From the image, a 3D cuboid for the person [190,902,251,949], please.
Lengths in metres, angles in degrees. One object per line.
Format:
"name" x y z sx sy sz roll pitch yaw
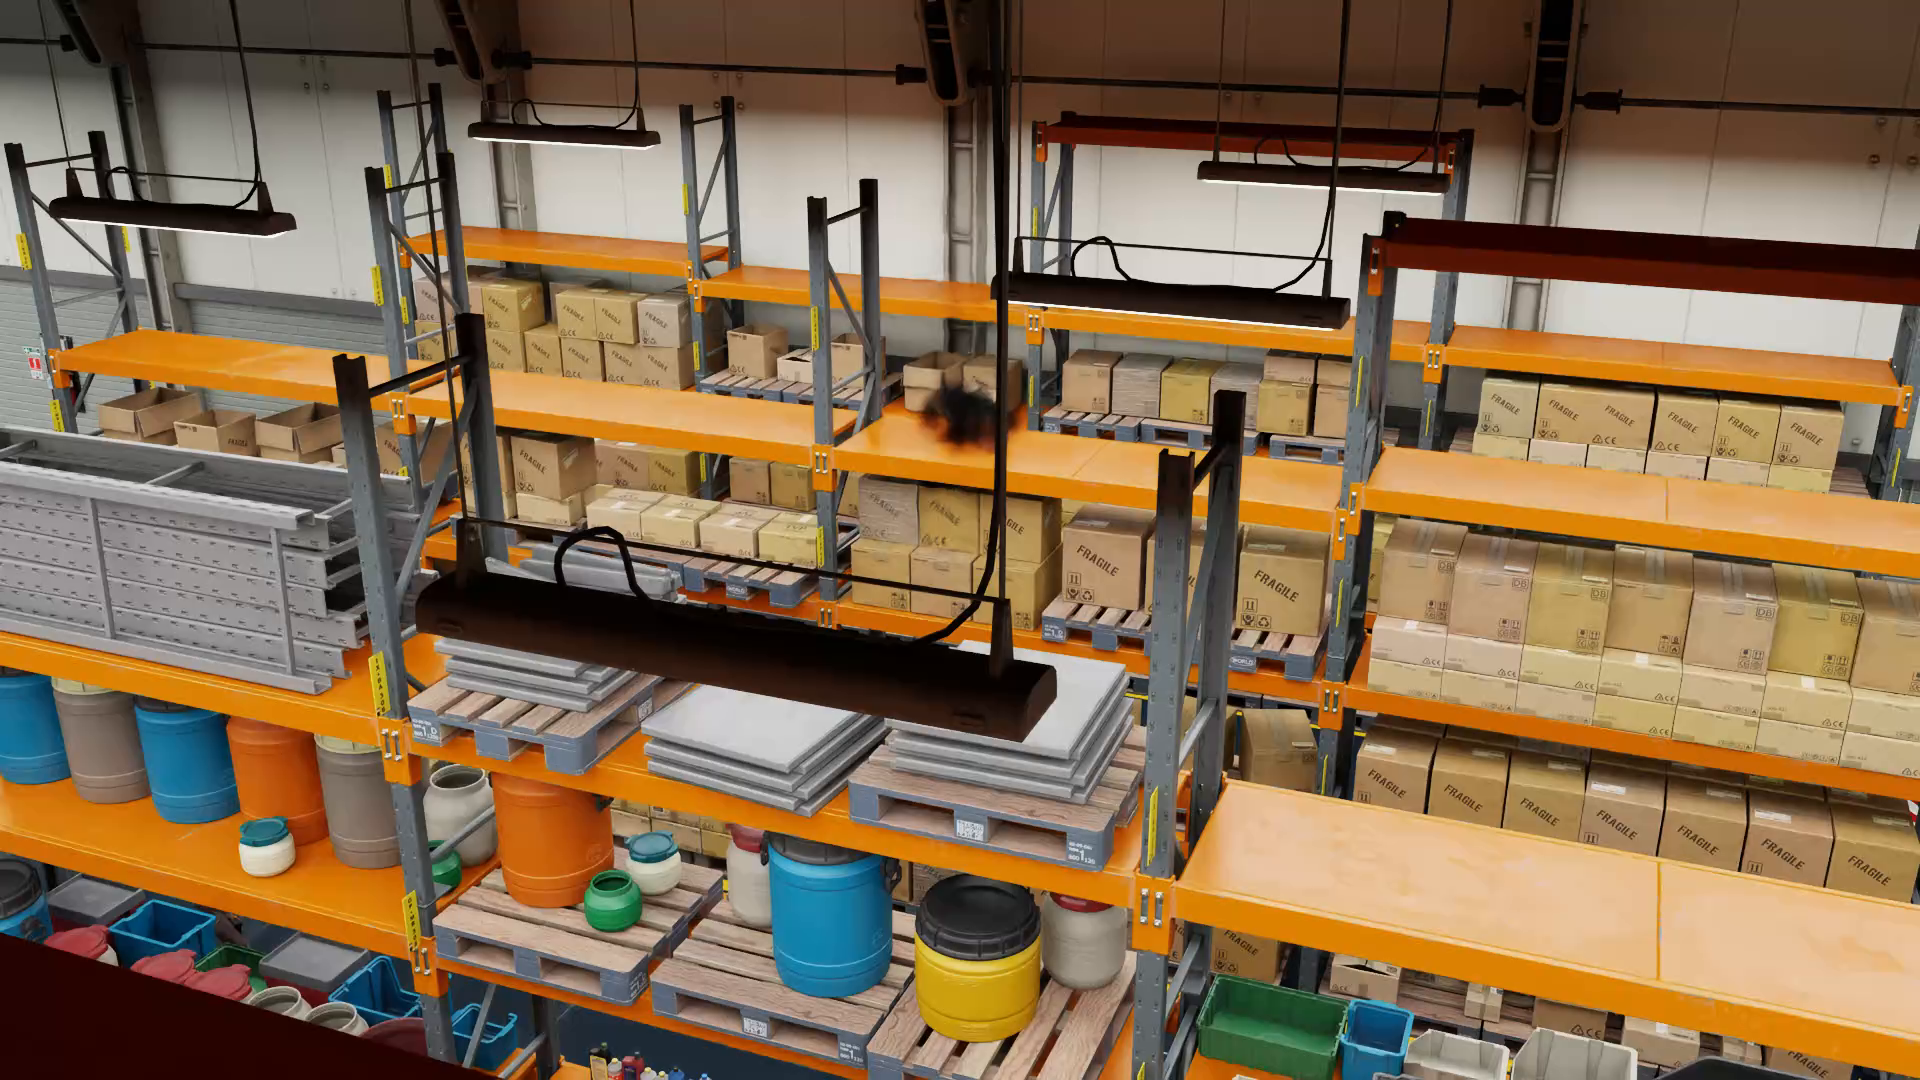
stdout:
"person" -6.030 2.591 13.198 0.659 1.678 0.658 7 22 19
